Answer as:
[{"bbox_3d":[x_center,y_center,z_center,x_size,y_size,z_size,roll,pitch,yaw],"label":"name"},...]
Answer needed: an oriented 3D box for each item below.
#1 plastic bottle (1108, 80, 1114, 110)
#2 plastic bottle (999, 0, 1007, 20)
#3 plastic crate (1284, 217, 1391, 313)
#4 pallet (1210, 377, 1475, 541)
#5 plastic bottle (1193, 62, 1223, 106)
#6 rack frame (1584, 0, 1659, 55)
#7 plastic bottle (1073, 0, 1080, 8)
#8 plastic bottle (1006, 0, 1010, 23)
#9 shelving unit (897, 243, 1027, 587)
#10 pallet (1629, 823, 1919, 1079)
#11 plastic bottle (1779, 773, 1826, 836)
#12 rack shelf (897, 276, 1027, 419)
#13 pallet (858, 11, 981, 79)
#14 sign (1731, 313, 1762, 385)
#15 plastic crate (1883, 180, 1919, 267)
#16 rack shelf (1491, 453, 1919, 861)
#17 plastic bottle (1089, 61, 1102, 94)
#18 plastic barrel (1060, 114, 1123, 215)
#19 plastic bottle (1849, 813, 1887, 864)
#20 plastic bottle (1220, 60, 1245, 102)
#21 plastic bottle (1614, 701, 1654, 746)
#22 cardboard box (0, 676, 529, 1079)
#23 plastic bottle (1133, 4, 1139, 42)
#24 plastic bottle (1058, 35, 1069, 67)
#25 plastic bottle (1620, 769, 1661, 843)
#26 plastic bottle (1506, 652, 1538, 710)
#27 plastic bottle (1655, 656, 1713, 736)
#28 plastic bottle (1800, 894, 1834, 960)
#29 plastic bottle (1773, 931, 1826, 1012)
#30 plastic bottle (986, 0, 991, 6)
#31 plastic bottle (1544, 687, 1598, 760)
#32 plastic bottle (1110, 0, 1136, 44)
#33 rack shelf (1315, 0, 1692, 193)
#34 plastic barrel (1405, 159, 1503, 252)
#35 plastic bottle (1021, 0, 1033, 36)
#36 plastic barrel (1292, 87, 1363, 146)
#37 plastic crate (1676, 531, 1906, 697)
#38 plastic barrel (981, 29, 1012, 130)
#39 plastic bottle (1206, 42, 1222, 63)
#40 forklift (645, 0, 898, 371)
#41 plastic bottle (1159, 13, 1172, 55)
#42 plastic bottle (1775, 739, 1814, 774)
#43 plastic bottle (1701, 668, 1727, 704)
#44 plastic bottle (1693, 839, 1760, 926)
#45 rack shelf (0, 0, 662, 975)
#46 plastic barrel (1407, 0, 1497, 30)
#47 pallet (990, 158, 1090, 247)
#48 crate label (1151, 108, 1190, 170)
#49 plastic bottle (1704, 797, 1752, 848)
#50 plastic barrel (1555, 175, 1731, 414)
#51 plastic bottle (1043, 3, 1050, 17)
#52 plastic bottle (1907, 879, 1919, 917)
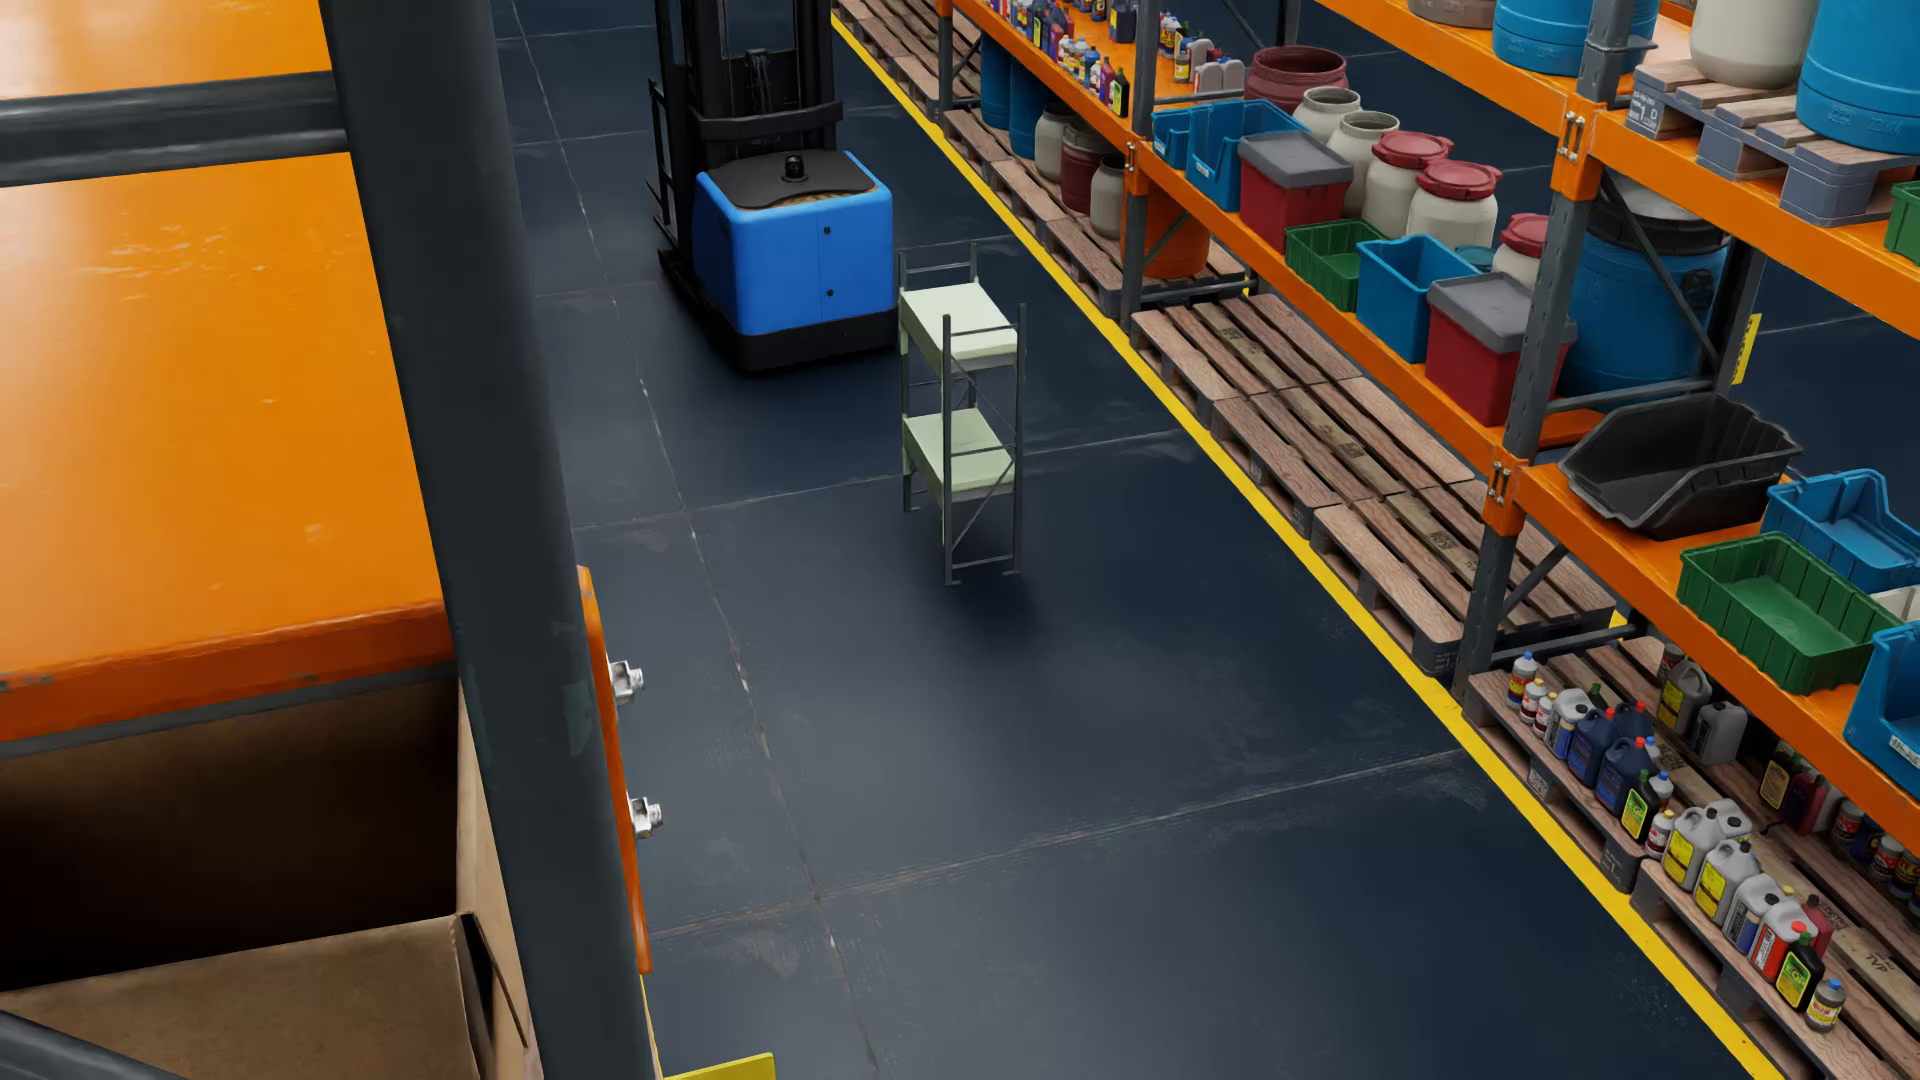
[{"bbox_3d":[0.988,-2.817,10.473,0.097,0.201,0.097,0,33,0],"label":"plastic bottle"},{"bbox_3d":[0.376,-3.951,12.121,0.152,0.276,0.135,-10,35,-15],"label":"plastic bottle"},{"bbox_3d":[1.956,-1.374,8.301,0.450,0.188,0.662,-10,35,-15],"label":"plastic crate"},{"bbox_3d":[2.103,-0.480,9.285,1.003,0.211,1.213,-10,35,-15],"label":"pallet"},{"bbox_3d":[1.566,-2.900,10.530,0.152,0.276,0.135,-10,35,-15],"label":"plastic bottle"},{"bbox_3d":[2.756,-3.099,5.277,1.000,3.000,0.127,-10,35,-15],"label":"rack frame"},{"bbox_3d":[0.896,-4.102,12.354,0.097,0.271,0.097,0,33,0],"label":"plastic bottle"},{"bbox_3d":[0.385,-3.854,12.042,0.097,0.201,0.097,0,33,0],"label":"plastic bottle"},{"bbox_3d":[0.002,-0.622,8.331,0.431,1.500,0.755,-10,35,-15],"label":"shelving unit"},{"bbox_3d":[3.297,1.569,6.184,1.003,0.211,1.213,-10,35,-15],"label":"pallet"},{"bbox_3d":[3.328,1.018,6.553,0.061,0.283,0.133,-10,35,-15],"label":"plastic bottle"},{"bbox_3d":[0.002,-0.948,8.116,0.431,0.370,0.720,-10,35,-15],"label":"rack shelf"},{"bbox_3d":[-0.322,-4.654,15.601,1.003,0.211,1.213,-10,35,-15],"label":"pallet"},{"bbox_3d":[3.283,-0.798,6.986,0.100,0.325,0.005,-10,35,-15],"label":"sign"},{"bbox_3d":[2.978,-0.885,4.839,0.336,0.188,0.450,-10,35,-15],"label":"plastic crate"},{"bbox_3d":[3.366,0.754,5.540,1.077,0.370,4.000,-10,35,-15],"label":"rack shelf"},{"bbox_3d":[0.888,-2.989,10.733,0.097,0.201,0.097,0,33,0],"label":"plastic bottle"},{"bbox_3d":[1.026,-2.712,11.940,0.600,0.588,0.708,-10,35,-15],"label":"plastic barrel"},{"bbox_3d":[3.523,1.116,6.416,0.097,0.271,0.097,0,33,0],"label":"plastic bottle"},{"bbox_3d":[1.711,-2.926,10.569,0.152,0.276,0.135,-10,35,-15],"label":"plastic bottle"},{"bbox_3d":[2.744,0.795,6.829,0.144,0.351,0.185,-10,35,-15],"label":"plastic bottle"},{"bbox_3d":[-0.914,0.505,1.943,0.797,0.503,0.637,-8,34,-11],"label":"cardboard box"},{"bbox_3d":[1.288,-3.654,11.671,0.152,0.276,0.135,-10,35,-15],"label":"plastic bottle"},{"bbox_3d":[0.710,-3.296,11.198,0.097,0.201,0.097,0,33,0],"label":"plastic bottle"},{"bbox_3d":[2.675,1.040,6.519,0.061,0.283,0.133,-9,34,-13],"label":"plastic bottle"},{"bbox_3d":[2.435,0.600,7.197,0.097,0.271,0.097,0,33,0],"label":"plastic bottle"},{"bbox_3d":[3.089,0.640,7.065,0.144,0.351,0.185,-10,35,-15],"label":"plastic bottle"},{"bbox_3d":[3.048,1.408,5.962,0.061,0.283,0.133,-10,35,-15],"label":"plastic bottle"},{"bbox_3d":[2.945,1.505,5.816,0.061,0.283,0.133,-9,35,-14],"label":"plastic bottle"},{"bbox_3d":[0.244,-4.097,12.410,0.097,0.201,0.097,0,33,0],"label":"plastic bottle"},{"bbox_3d":[2.560,0.763,6.946,0.152,0.276,0.135,-9,34,-13],"label":"plastic bottle"},{"bbox_3d":[1.140,-3.673,11.633,0.144,0.351,0.185,-10,35,-15],"label":"plastic bottle"},{"bbox_3d":[2.146,-2.597,7.891,1.077,0.370,4.000,-10,35,-15],"label":"rack shelf"},{"bbox_3d":[2.449,-1.577,8.292,0.433,0.535,0.433,0,33,0],"label":"plastic barrel"},{"bbox_3d":[0.486,-3.711,11.761,0.097,0.271,0.097,0,33,0],"label":"plastic bottle"},{"bbox_3d":[2.053,-2.238,9.315,0.421,0.512,0.421,0,33,0],"label":"plastic barrel"},{"bbox_3d":[2.901,0.253,5.839,0.450,0.188,0.662,-10,35,-15],"label":"plastic crate"},{"bbox_3d":[0.465,-3.807,13.313,0.600,0.901,0.708,-10,35,-15],"label":"plastic barrel"},{"bbox_3d":[1.655,-3.109,10.840,0.061,0.283,0.133,-10,35,-15],"label":"plastic bottle"},{"bbox_3d":[-1.442,-3.060,10.722,1.130,2.935,3.031,-13,36,-19],"label":"forklift"},{"bbox_3d":[1.420,-3.474,11.404,0.097,0.271,0.097,0,33,0],"label":"plastic bottle"},{"bbox_3d":[3.384,0.886,6.692,0.144,0.351,0.185,-10,35,-15],"label":"plastic bottle"},{"bbox_3d":[3.227,0.616,7.101,0.144,0.351,0.185,-11,35,-16],"label":"plastic bottle"},{"bbox_3d":[2.851,1.239,6.157,0.144,0.351,0.185,-9,34,-13],"label":"plastic bottle"},{"bbox_3d":[-1.353,-0.751,2.739,1.077,0.370,4.000,-10,35,-15],"label":"rack shelf"},{"bbox_3d":[2.194,-2.630,6.834,0.600,0.901,0.600,0,33,0],"label":"plastic barrel"},{"bbox_3d":[0.887,-2.579,12.461,1.003,0.211,1.213,-10,35,-15],"label":"pallet"},{"bbox_3d":[1.307,-2.342,9.725,0.303,0.233,0.416,-10,35,-15],"label":"crate label"},{"bbox_3d":[2.927,1.135,6.383,0.152,0.276,0.135,-10,35,-15],"label":"plastic bottle"},{"bbox_3d":[2.926,-1.059,7.177,0.600,0.901,0.708,-10,35,-15],"label":"plastic barrel"},{"bbox_3d":[0.618,-3.565,11.530,0.061,0.283,0.133,-10,35,-15],"label":"plastic bottle"},{"bbox_3d":[3.615,1.275,6.176,0.097,0.271,0.097,0,33,0],"label":"plastic bottle"}]
